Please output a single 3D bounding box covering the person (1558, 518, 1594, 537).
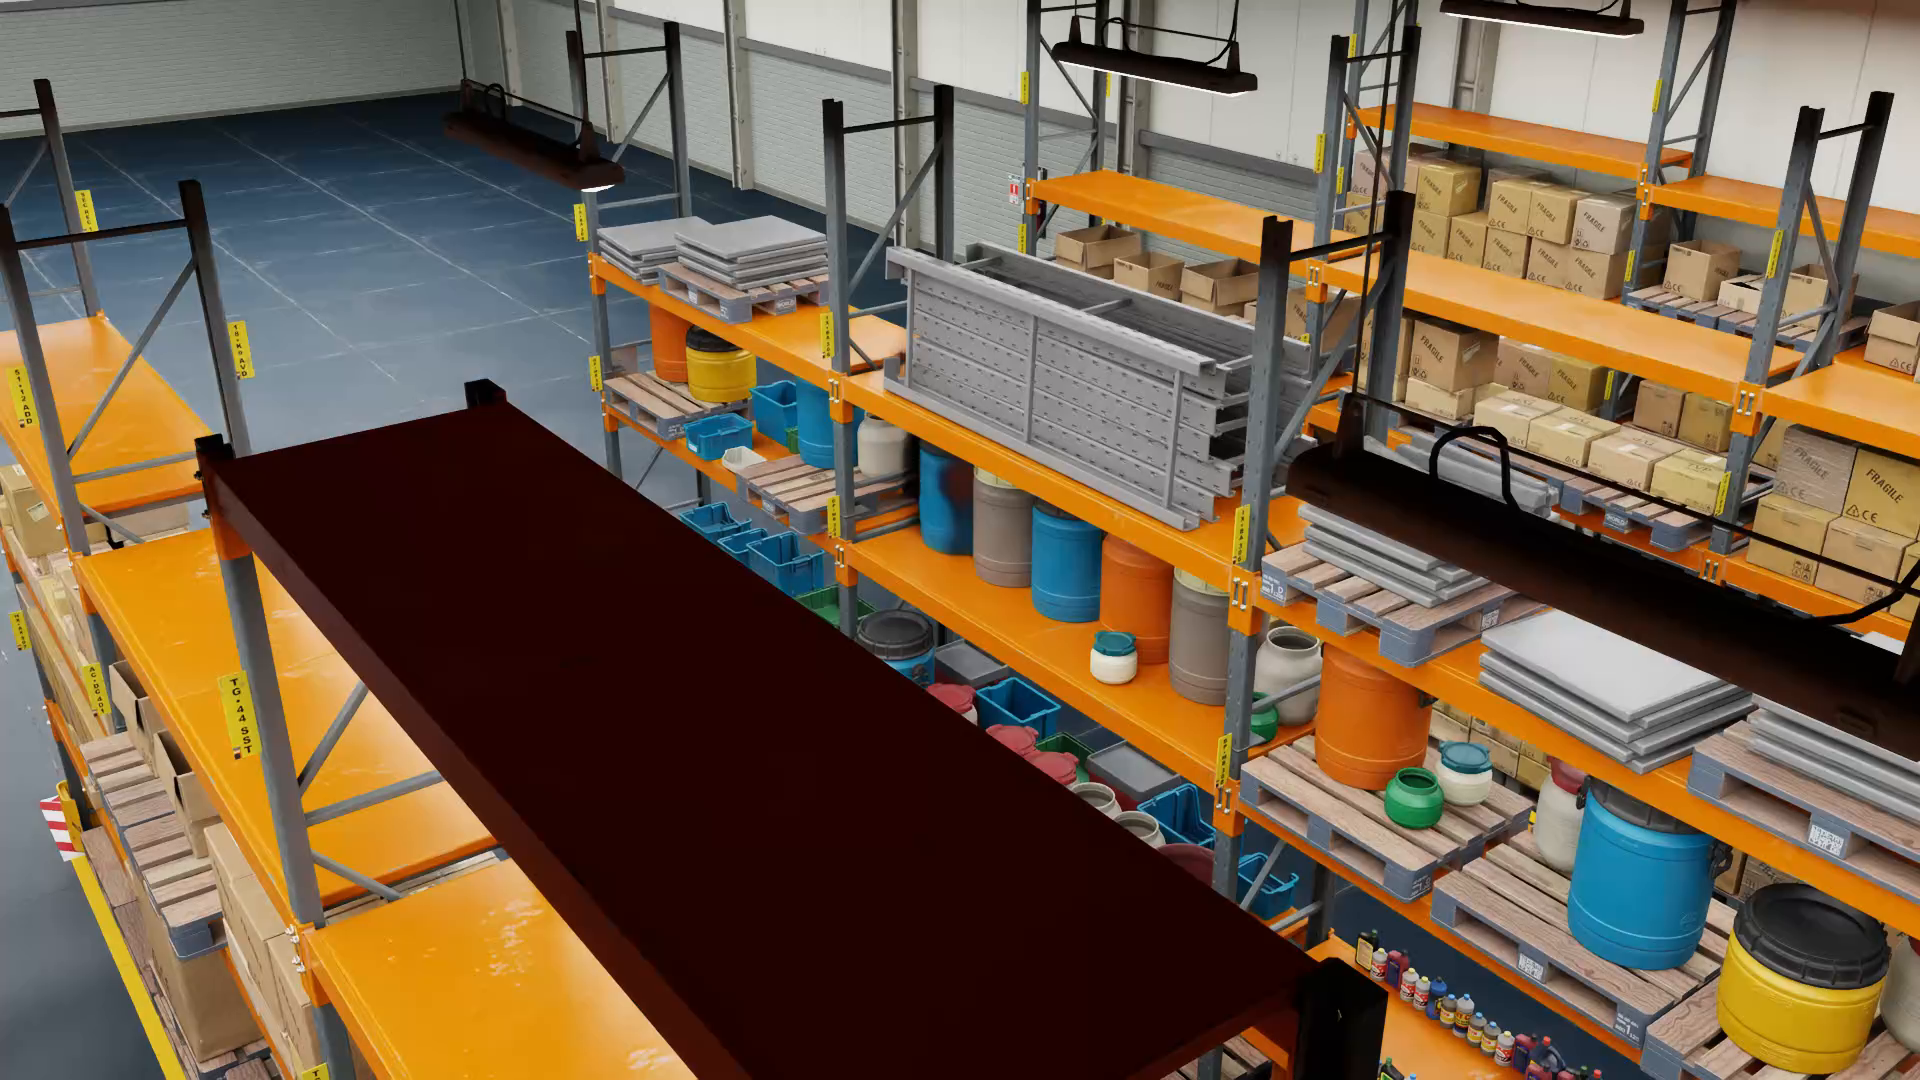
[{"bbox_3d":[6.473,-0.268,17.554,0.480,1.659,0.531,1,25,2],"label":"person"}]
